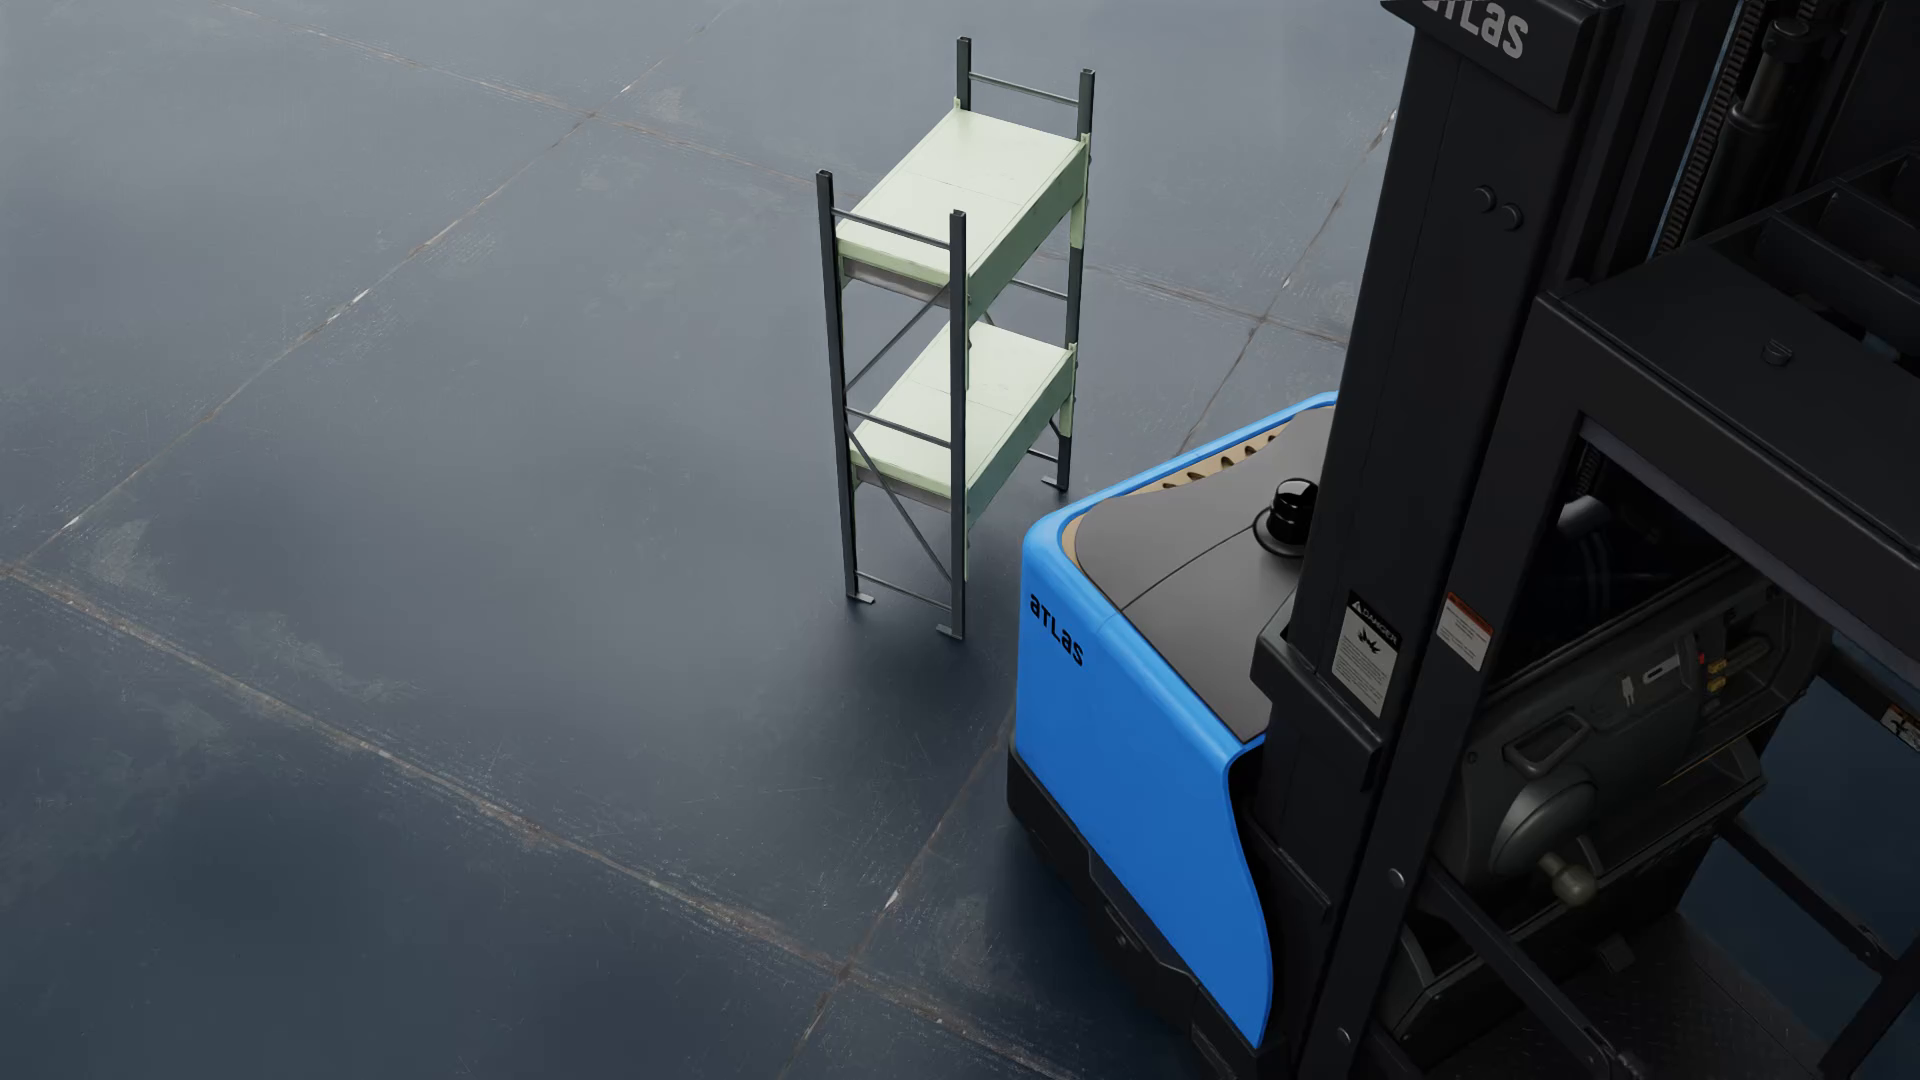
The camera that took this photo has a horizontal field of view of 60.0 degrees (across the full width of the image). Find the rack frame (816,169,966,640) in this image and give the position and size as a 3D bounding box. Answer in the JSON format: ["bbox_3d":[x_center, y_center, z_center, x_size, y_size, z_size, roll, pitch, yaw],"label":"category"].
[{"bbox_3d":[-0.167,-0.301,4.493,0.400,1.500,0.023,20,49,19],"label":"rack frame"}]

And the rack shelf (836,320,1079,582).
[{"bbox_3d":[0.003,-0.302,4.953,0.431,0.370,0.720,20,49,19],"label":"rack shelf"}]

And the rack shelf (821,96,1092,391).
[{"bbox_3d":[0.003,-0.806,4.443,0.431,0.370,0.720,20,49,19],"label":"rack shelf"}]

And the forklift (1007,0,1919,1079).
[{"bbox_3d":[1.330,0.403,2.791,1.130,2.935,3.031,-24,50,-22],"label":"forklift"}]

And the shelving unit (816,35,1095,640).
[{"bbox_3d":[0.003,-0.531,4.721,0.431,1.500,0.755,20,49,19],"label":"shelving unit"}]

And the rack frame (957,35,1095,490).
[{"bbox_3d":[0.173,-0.762,4.949,0.400,1.500,0.023,20,49,19],"label":"rack frame"}]
